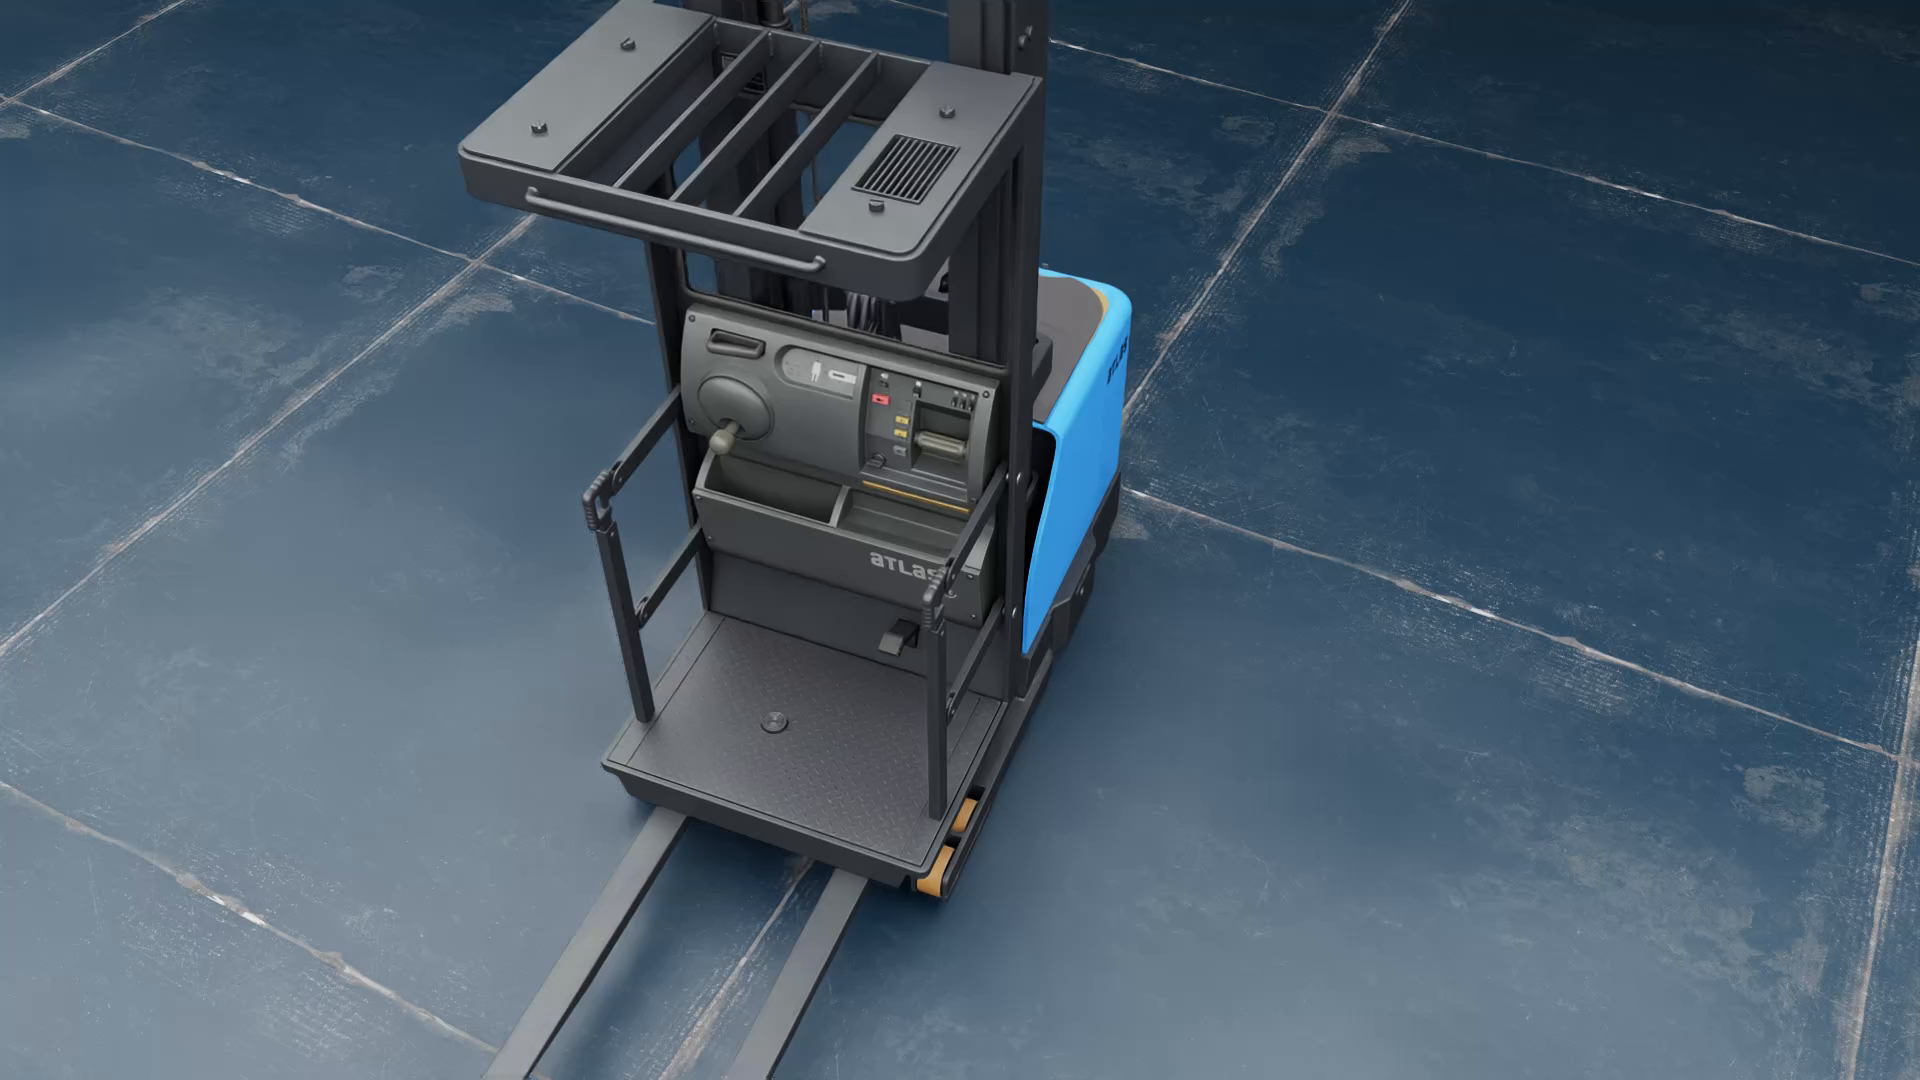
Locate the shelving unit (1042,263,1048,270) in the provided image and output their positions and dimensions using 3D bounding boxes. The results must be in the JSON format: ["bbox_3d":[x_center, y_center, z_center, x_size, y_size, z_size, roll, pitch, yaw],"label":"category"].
[{"bbox_3d":[0.165,-0.636,6.246,0.258,0.900,0.210,16,47,15],"label":"shelving unit"}]

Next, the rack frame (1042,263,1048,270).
[{"bbox_3d":[0.202,-0.703,6.312,0.240,0.900,0.006,16,47,15],"label":"rack frame"}]

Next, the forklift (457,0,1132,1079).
[{"bbox_3d":[-0.426,-0.273,4.459,1.130,2.935,3.031,16,47,15],"label":"forklift"}]
